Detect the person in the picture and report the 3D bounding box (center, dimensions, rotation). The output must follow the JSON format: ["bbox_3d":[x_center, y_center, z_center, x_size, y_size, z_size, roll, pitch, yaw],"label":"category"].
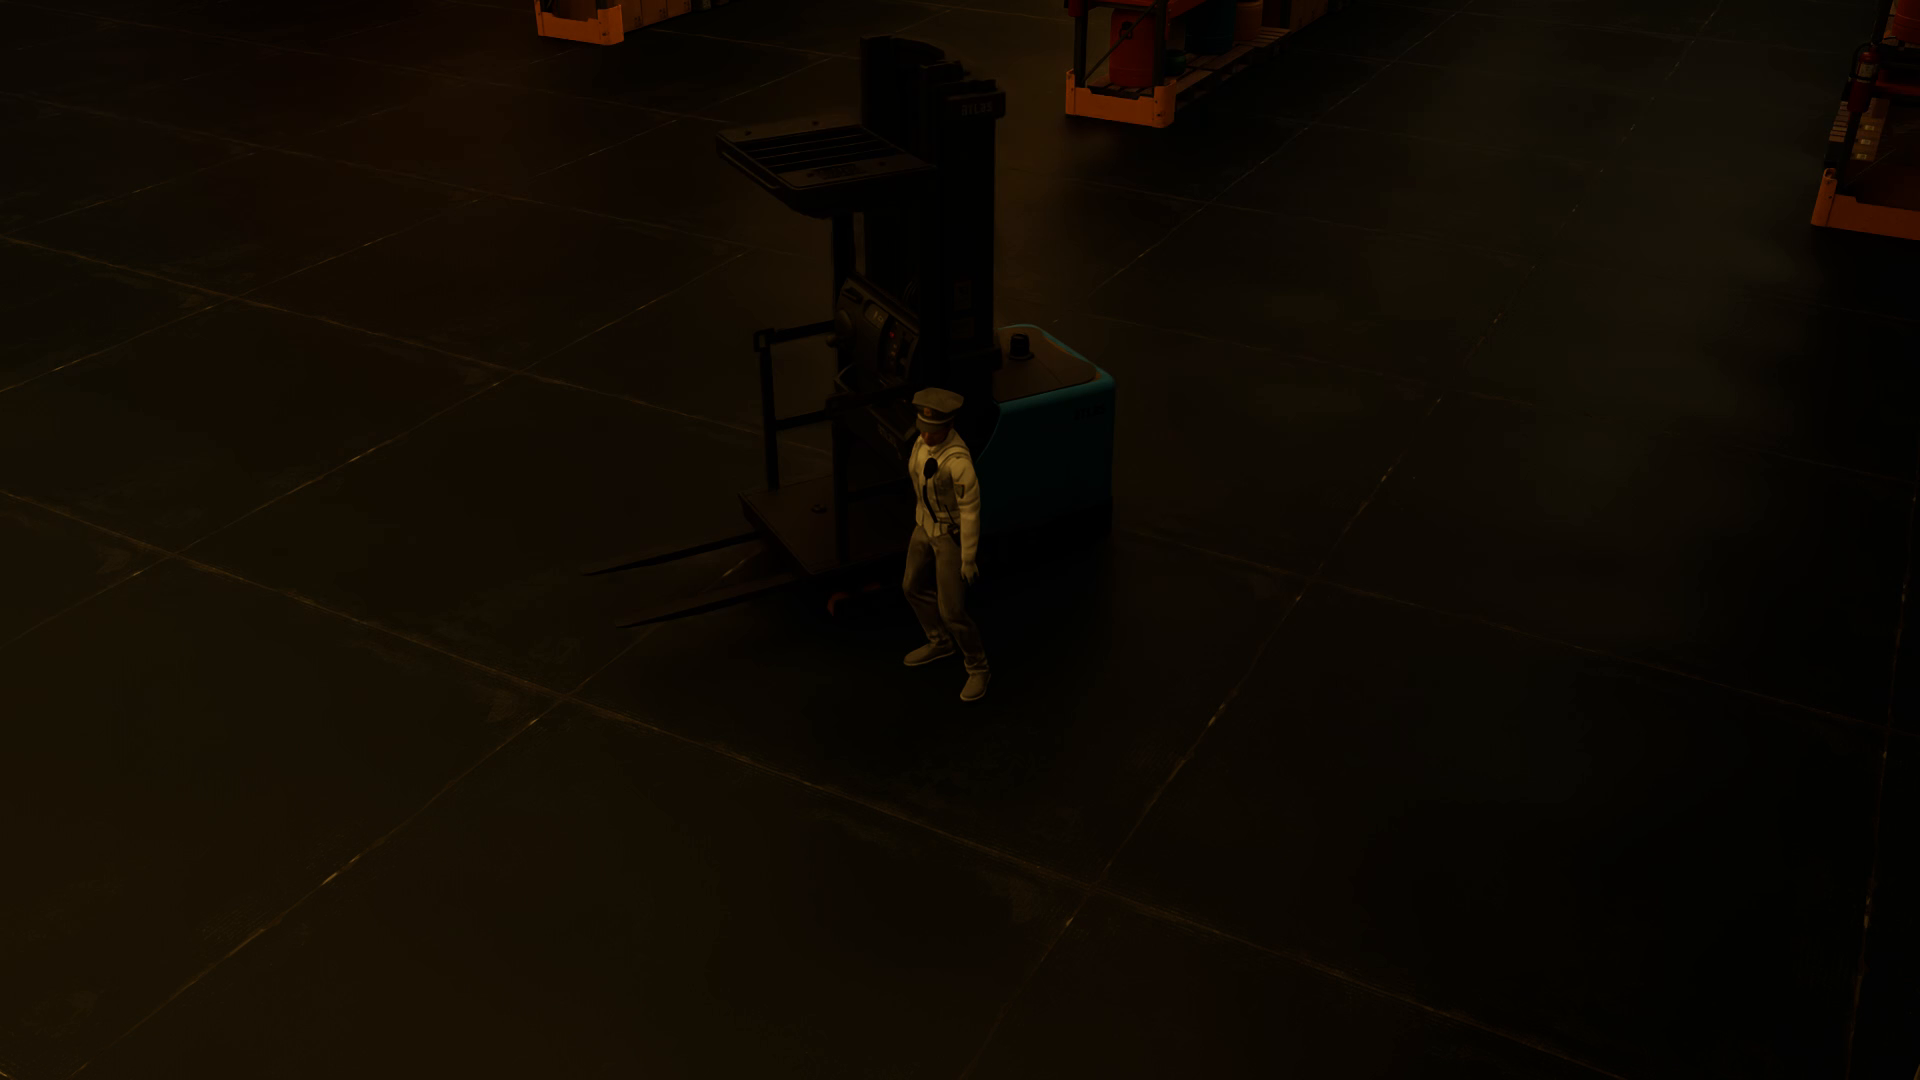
[{"bbox_3d":[-0.091,-0.029,8.449,0.369,1.631,0.768,-13,32,-21],"label":"person"}]

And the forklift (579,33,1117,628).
[{"bbox_3d":[-0.635,-1.121,9.013,3.031,2.935,1.130,-15,33,-24],"label":"forklift"}]
